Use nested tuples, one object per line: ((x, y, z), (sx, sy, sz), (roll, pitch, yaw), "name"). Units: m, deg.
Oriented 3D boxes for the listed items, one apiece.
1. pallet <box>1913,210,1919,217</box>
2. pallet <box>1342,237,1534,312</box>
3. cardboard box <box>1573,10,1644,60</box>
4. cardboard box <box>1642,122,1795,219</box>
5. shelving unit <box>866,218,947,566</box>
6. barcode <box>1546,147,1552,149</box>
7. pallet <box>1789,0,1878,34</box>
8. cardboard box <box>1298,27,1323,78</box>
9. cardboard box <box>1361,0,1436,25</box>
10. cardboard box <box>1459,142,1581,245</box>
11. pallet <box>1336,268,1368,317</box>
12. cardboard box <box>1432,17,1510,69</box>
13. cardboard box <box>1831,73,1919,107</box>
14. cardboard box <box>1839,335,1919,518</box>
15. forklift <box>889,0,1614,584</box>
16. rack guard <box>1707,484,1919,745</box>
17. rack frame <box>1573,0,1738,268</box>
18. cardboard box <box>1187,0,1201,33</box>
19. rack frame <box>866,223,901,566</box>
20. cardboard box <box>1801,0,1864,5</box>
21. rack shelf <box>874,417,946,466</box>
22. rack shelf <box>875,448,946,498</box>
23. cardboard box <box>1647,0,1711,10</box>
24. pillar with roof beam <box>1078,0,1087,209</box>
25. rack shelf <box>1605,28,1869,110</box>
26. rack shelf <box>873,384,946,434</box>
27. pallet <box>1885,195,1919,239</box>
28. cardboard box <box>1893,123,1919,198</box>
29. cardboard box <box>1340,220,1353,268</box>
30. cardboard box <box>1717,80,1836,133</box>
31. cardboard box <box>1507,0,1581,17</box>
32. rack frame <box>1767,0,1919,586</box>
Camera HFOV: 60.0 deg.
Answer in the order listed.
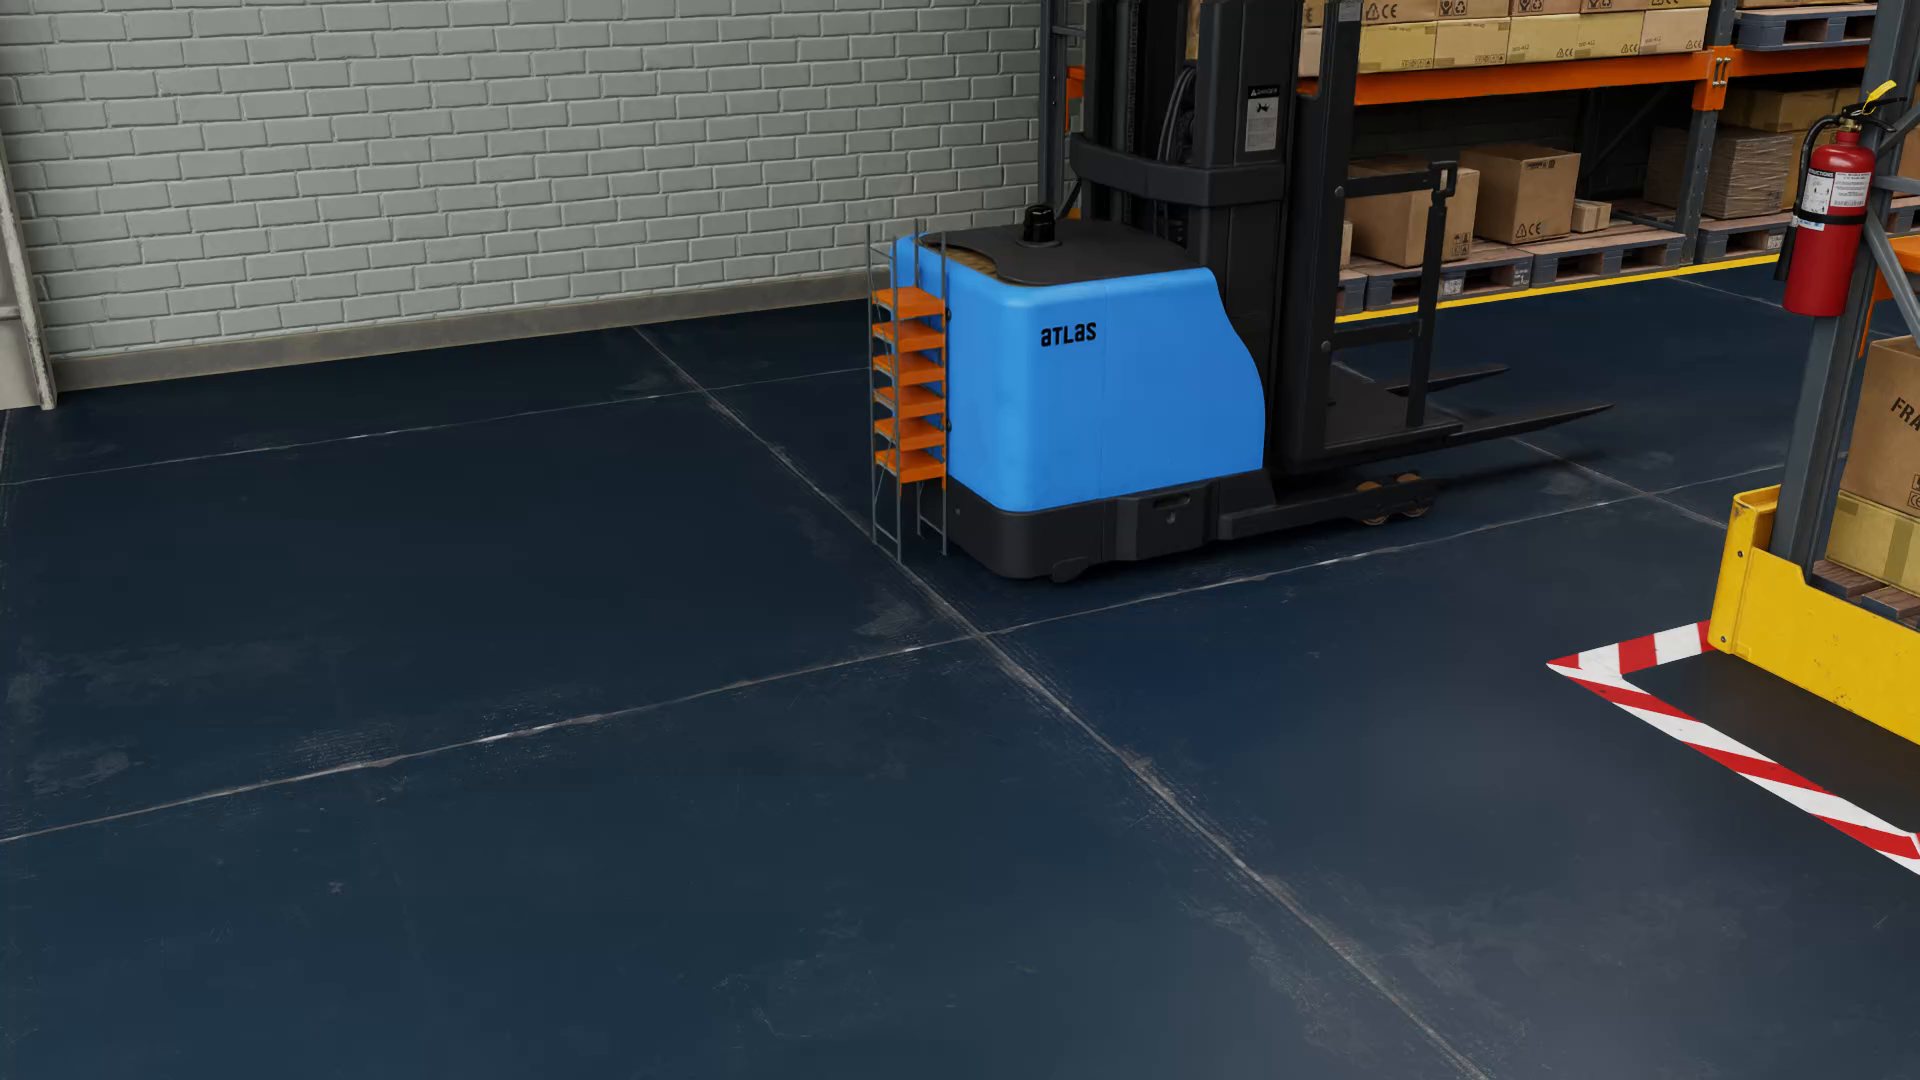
((7.207, -2.508, 12.033), (1.213, 0.211, 1.003), (-10, 25, -24), "pallet")
((2.617, -1.646, 9.951), (1.213, 0.211, 1.003), (-10, 25, -24), "pallet")
((3.560, -2.939, 9.599), (0.500, 0.250, 0.500), (-10, 25, -23), "cardboard box")
((4.963, -2.438, 10.911), (0.500, 0.500, 0.700), (-10, 24, -22), "cardboard box")
((-0.187, -0.518, 5.934), (0.189, 1.200, 0.258), (-11, 25, -24), "shelving unit")
((3.717, -2.451, 10.525), (0.075, 0.075, 0.001), (-10, 25, -24), "barcode")
((6.146, -3.494, 11.021), (1.213, 0.211, 1.003), (-10, 25, -24), "pallet")
((1.742, -2.601, 8.782), (0.500, 0.250, 0.500), (-11, 25, -25), "cardboard box")
((2.182, -3.023, 8.820), (0.500, 0.500, 0.500), (-11, 25, -25), "cardboard box")
((3.390, -2.124, 10.153), (0.500, 0.500, 0.500), (-12, 26, -28), "cardboard box")
((1.519, -1.445, 9.466), (1.213, 0.211, 1.003), (-10, 25, -24), "pallet")
((2.660, -2.767, 9.182), (0.500, 0.250, 0.500), (-10, 25, -23), "cardboard box")
((6.283, -3.023, 11.344), (0.500, 0.250, 0.500), (-11, 25, -24), "cardboard box")
((3.209, -0.354, 5.248), (0.500, 0.500, 0.500), (-10, 25, -24), "cardboard box")
((1.278, -1.578, 6.231), (3.031, 2.935, 1.130), (-11, 25, -24), "forklift")
((2.833, 0.267, 4.952), (0.348, 0.500, 1.175), (-10, 25, -24), "rack guard")
((4.307, -3.262, 10.209), (0.127, 3.000, 1.000), (-10, 25, -24), "rack frame")
((1.264, -2.861, 8.428), (0.500, 0.500, 0.500), (-10, 25, -24), "cardboard box")
((-0.269, -0.503, 5.896), (0.006, 1.200, 0.240), (-11, 25, -24), "rack frame")
((5.287, -3.674, 10.499), (0.500, 0.500, 0.700), (-8, 24, -18), "cardboard box")
((-0.187, -0.366, 5.996), (0.180, 0.103, 0.258), (-11, 25, -24), "rack shelf")
((-0.187, -0.256, 6.042), (0.180, 0.103, 0.258), (-11, 25, -24), "rack shelf")
((4.016, -3.364, 9.643), (0.500, 0.500, 0.500), (-10, 25, -24), "cardboard box")
((2.826, -4.301, 4.875), (0.400, 9.000, 9.100), (-10, 25, -24), "pillar with roof beam")
((6.110, -3.261, 11.148), (4.000, 0.370, 1.077), (-10, 25, -24), "rack shelf")
((-0.187, -0.477, 5.950), (0.180, 0.103, 0.258), (-11, 25, -24), "rack shelf")
((6.109, -2.307, 11.548), (1.213, 0.211, 1.003), (-10, 25, -24), "pallet")
((6.335, -2.699, 11.541), (0.500, 0.500, 0.700), (-11, 25, -24), "cardboard box")
((1.879, -1.738, 9.467), (0.500, 0.311, 0.500), (-8, 24, -19), "cardboard box")
((5.359, -2.859, 10.947), (0.500, 0.250, 0.500), (-11, 25, -25), "cardboard box")
((3.110, -3.199, 9.246), (0.500, 0.500, 0.500), (-11, 25, -25), "cardboard box")
((2.855, -0.892, 4.483), (0.127, 3.000, 1.000), (-10, 25, -24), "rack frame")
